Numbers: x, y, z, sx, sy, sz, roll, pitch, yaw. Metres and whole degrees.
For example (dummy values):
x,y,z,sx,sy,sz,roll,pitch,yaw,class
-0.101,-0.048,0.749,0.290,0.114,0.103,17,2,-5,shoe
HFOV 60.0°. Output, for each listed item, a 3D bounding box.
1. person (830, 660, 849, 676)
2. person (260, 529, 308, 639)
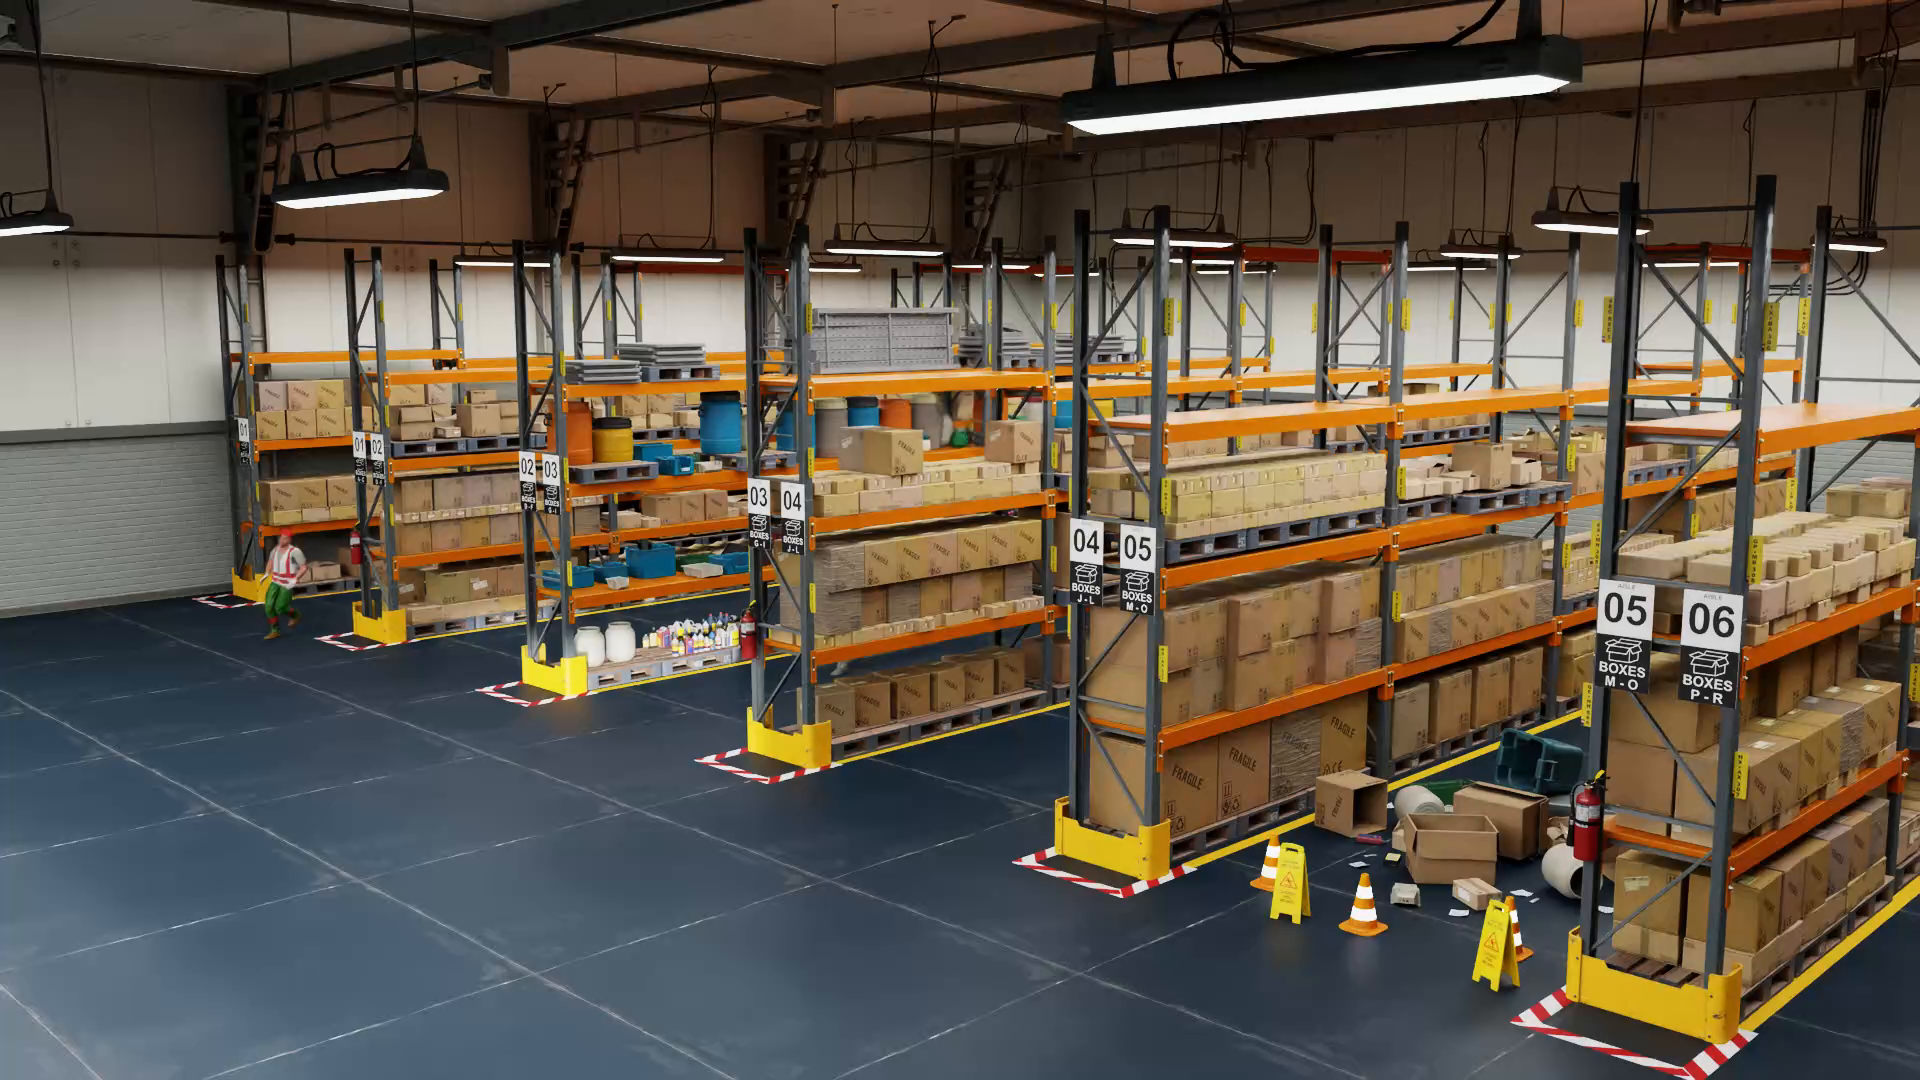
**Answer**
x,y,z,sx,sy,sz,roll,pitch,yaw,class
-1.588,1.047,23.413,0.662,1.714,0.843,4,9,27,person
-10.464,0.673,25.842,0.700,1.721,0.622,3,9,18,person
